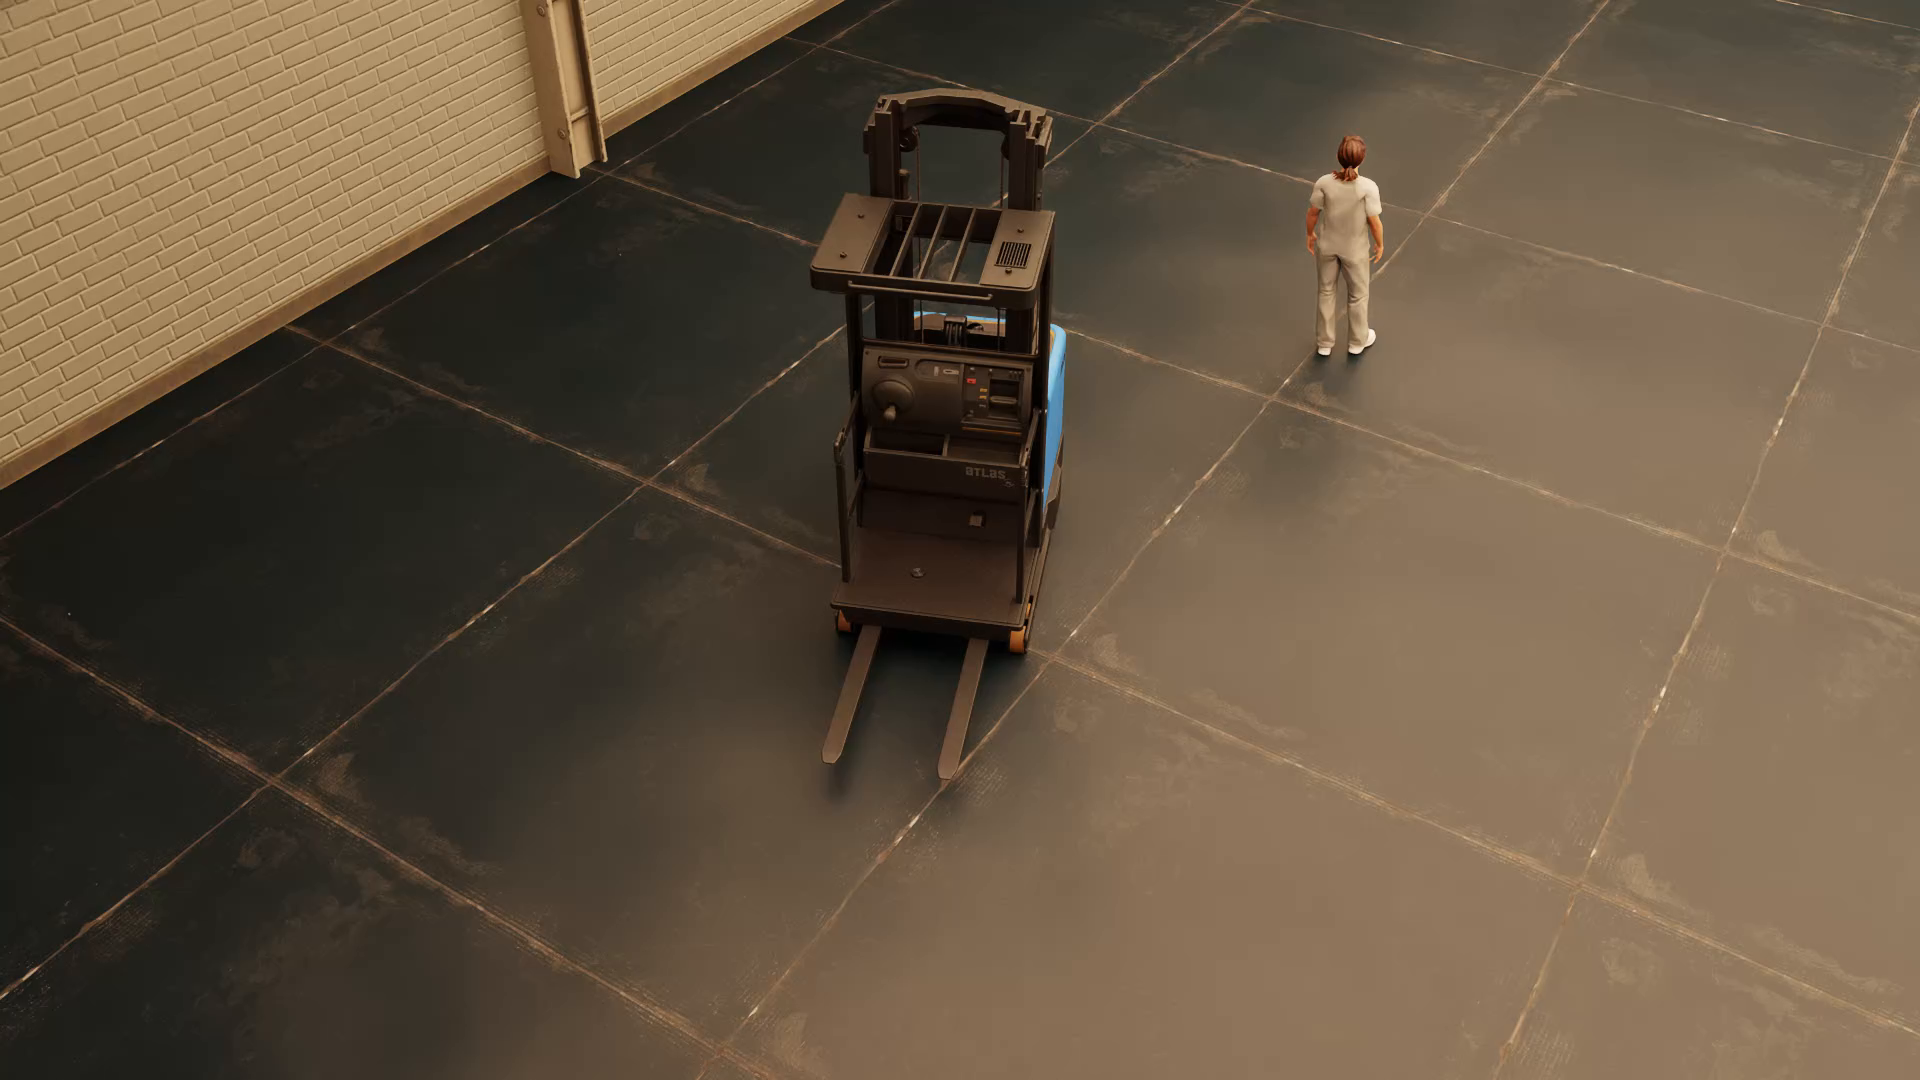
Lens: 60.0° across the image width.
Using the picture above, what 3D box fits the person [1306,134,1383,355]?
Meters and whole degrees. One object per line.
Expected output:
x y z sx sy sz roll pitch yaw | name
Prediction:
2.627 -2.017 11.307 0.550 1.673 0.548 18 43 20 | person

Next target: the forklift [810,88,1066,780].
-0.108 -0.731 8.830 1.130 2.935 3.031 7 41 8 | forklift
